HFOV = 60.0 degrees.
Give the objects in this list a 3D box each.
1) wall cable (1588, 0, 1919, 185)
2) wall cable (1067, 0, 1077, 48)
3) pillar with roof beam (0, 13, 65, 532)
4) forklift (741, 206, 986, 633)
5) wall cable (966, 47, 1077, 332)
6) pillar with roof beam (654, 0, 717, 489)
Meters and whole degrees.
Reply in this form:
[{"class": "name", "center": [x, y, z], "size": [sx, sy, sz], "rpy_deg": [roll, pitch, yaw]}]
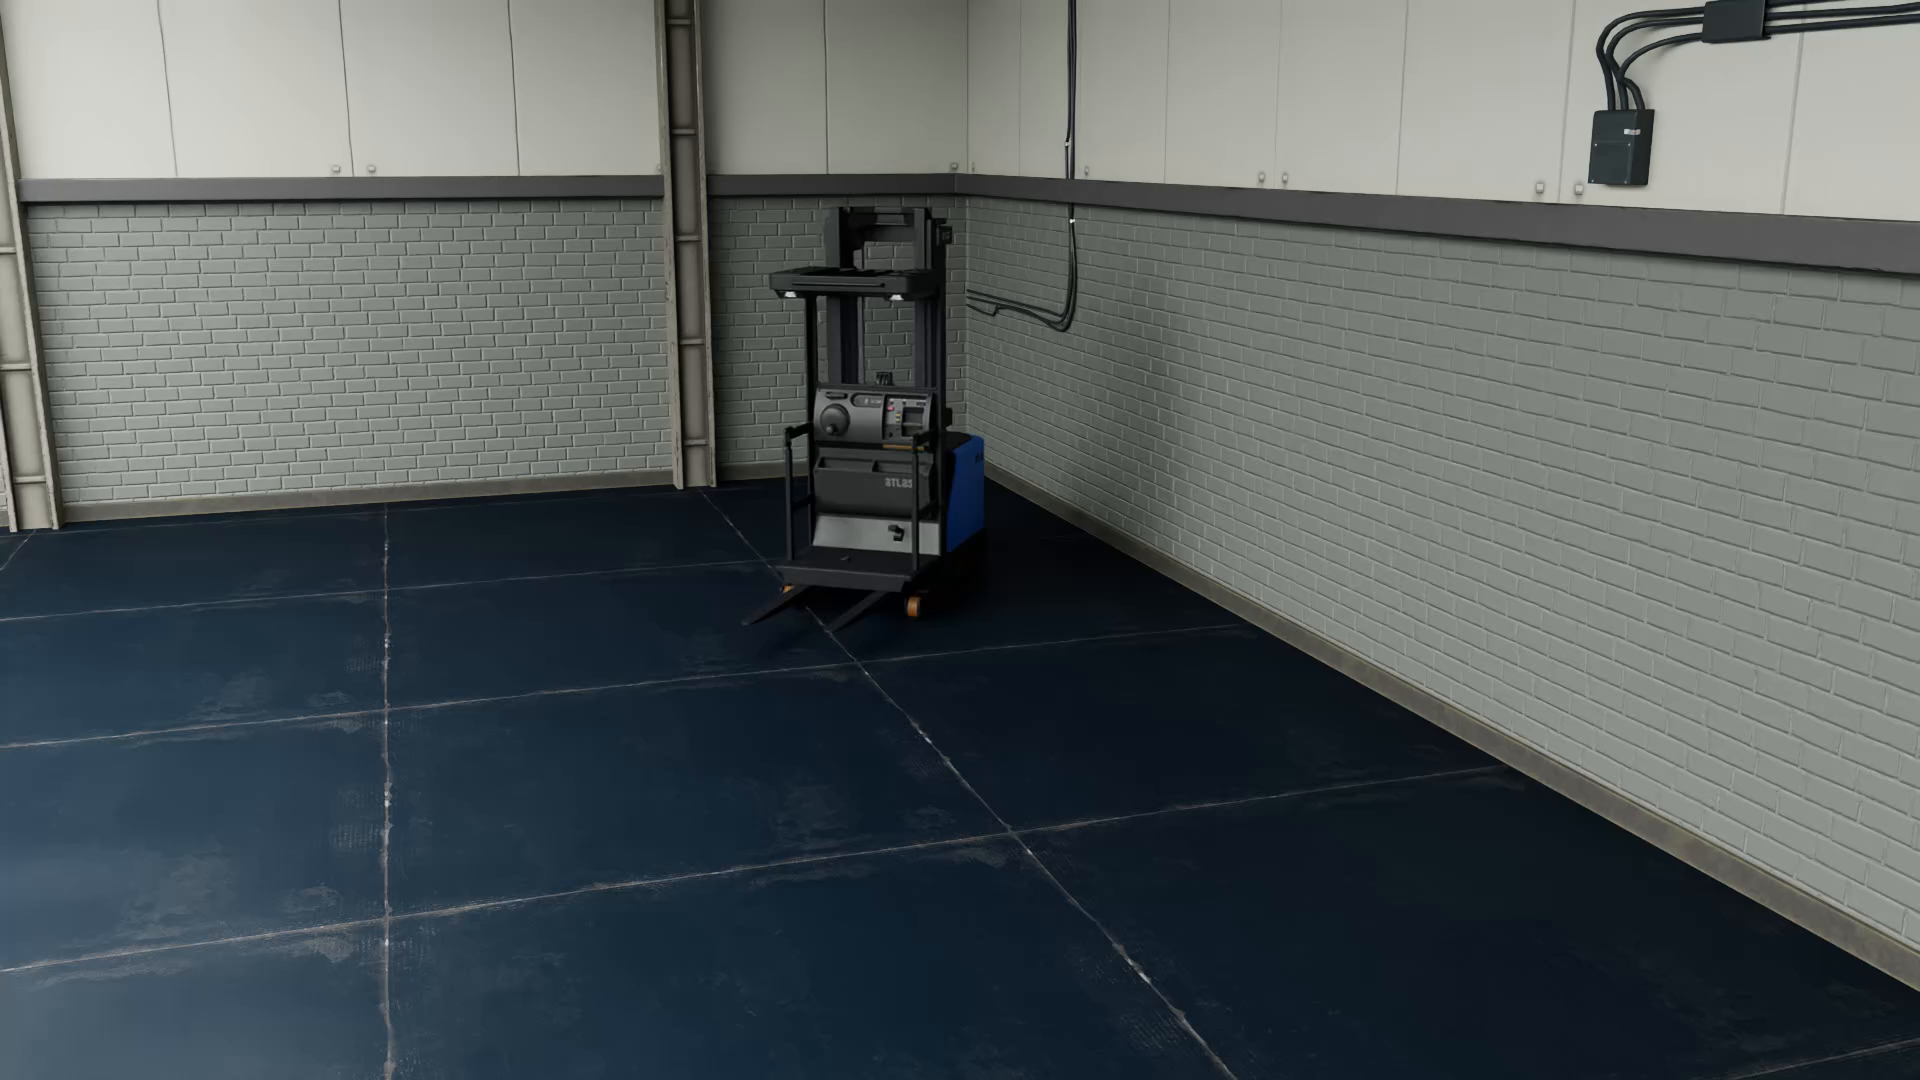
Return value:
[{"class": "wall cable", "center": [3.517, -4.439, 6.508], "size": [0.169, 6.003, 2.305], "rpy_deg": [-4, 14, -18]}, {"class": "wall cable", "center": [1.367, -5.221, 12.940], "size": [0.112, 2.526, 3.097], "rpy_deg": [-4, 14, -18]}, {"class": "pillar with roof beam", "center": [-7.024, -3.553, 10.134], "size": [0.400, 9.000, 9.100], "rpy_deg": [-4, 14, -18]}, {"class": "forklift", "center": [-0.716, -0.953, 12.317], "size": [1.130, 2.935, 3.031], "rpy_deg": [4, 14, 17]}, {"class": "wall cable", "center": [0.504, -3.357, 16.019], "size": [0.112, 2.526, 3.097], "rpy_deg": [-4, 14, -18]}, {"class": "pillar with roof beam", "center": [-1.337, -3.996, 11.996], "size": [0.400, 9.000, 9.100], "rpy_deg": [-4, 14, -18]}]
